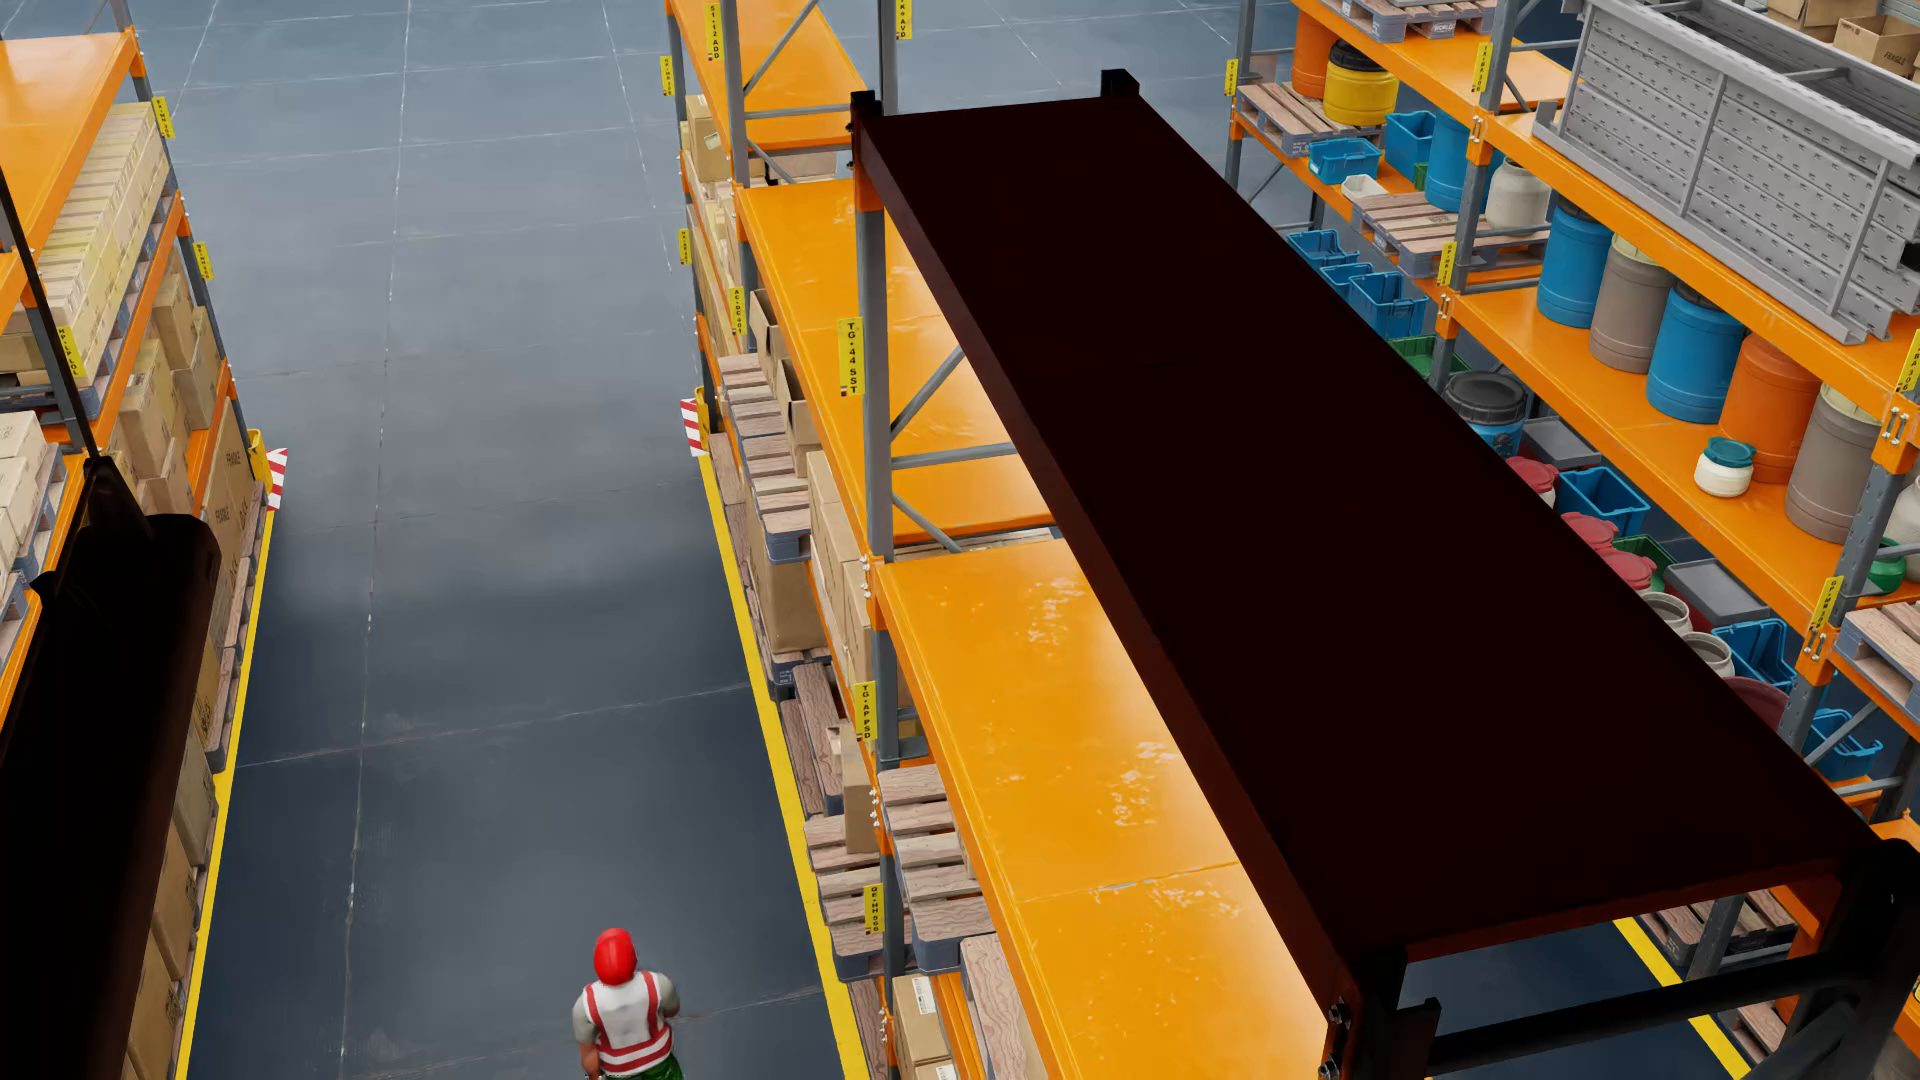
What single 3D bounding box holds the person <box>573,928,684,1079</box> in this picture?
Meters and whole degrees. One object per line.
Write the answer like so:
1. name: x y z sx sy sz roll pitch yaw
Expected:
1. person: -1.704 2.635 8.682 0.573 1.737 1.071 -14 37 -19
